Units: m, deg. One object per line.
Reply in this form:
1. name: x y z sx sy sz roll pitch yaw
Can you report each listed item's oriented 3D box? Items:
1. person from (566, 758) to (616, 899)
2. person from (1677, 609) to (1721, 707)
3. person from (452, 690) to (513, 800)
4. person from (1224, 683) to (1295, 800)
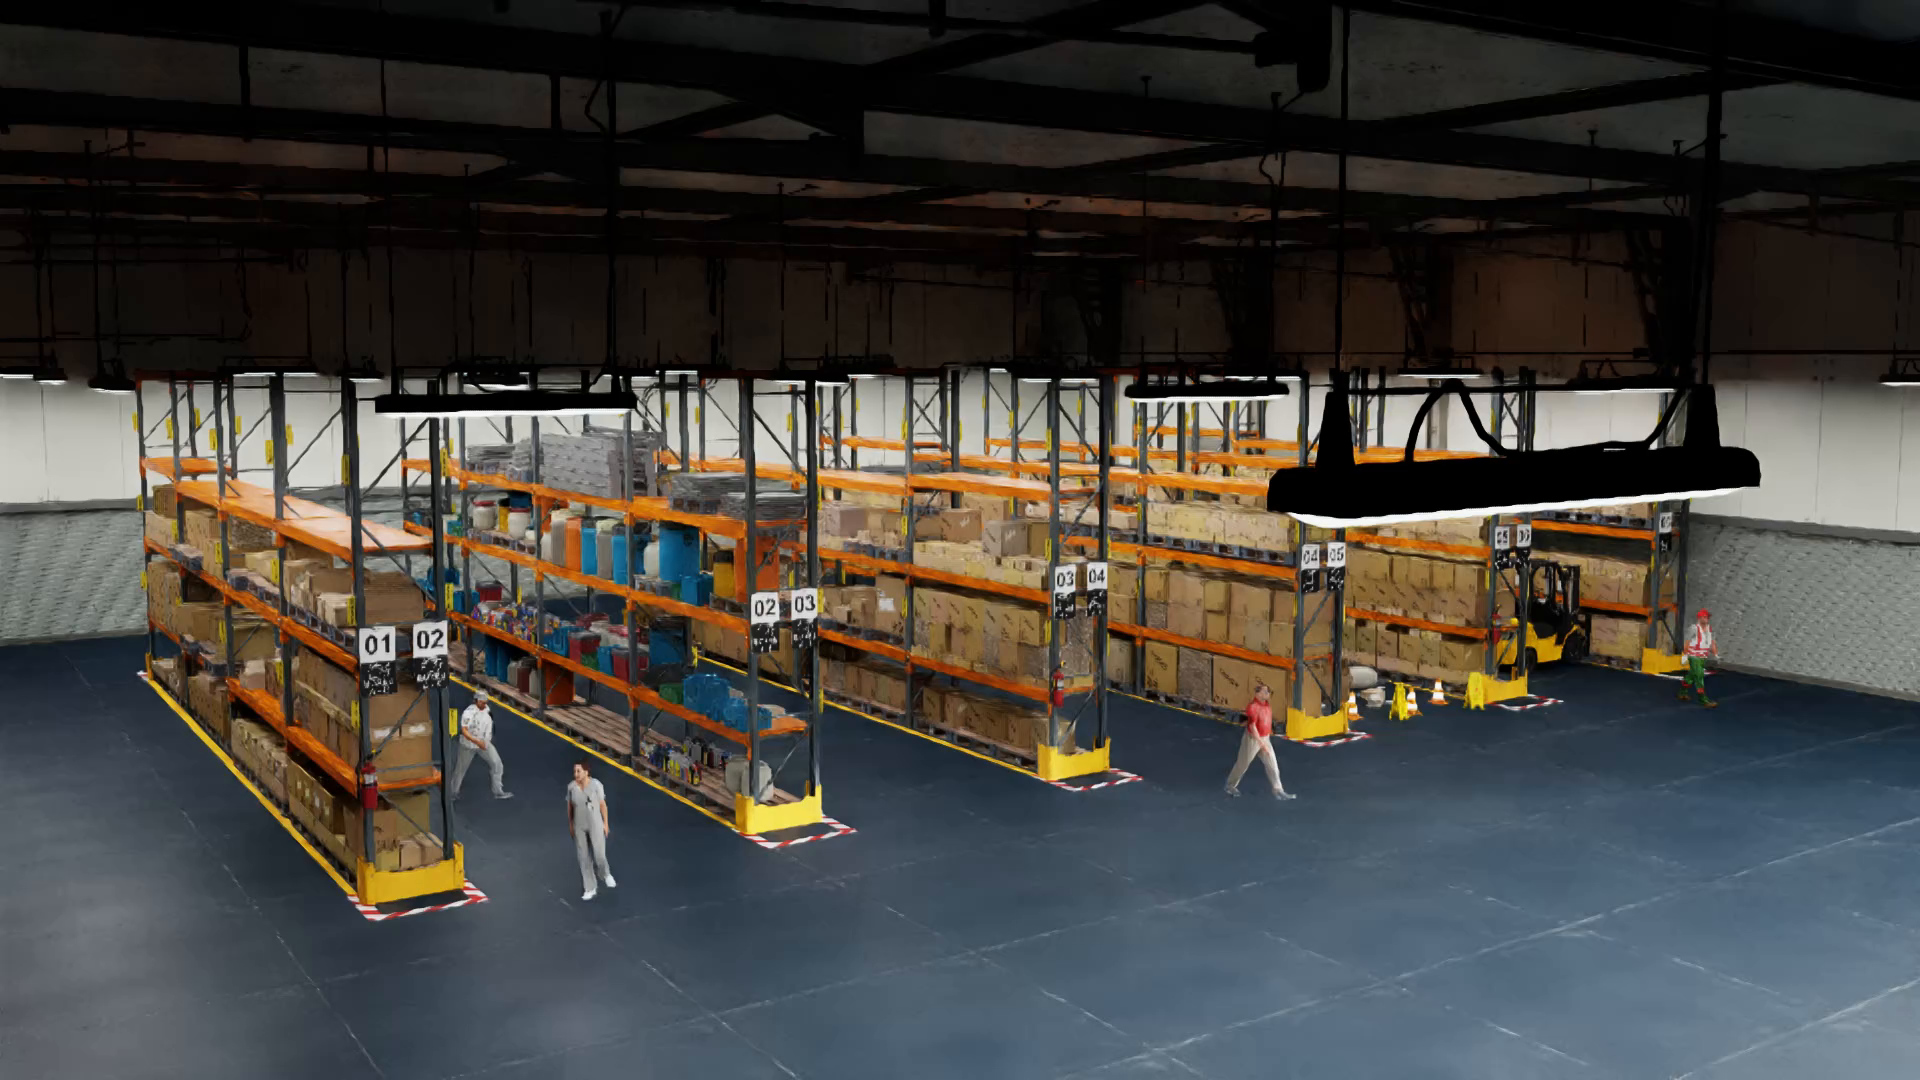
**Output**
1. person: -4.304 3.326 19.377 0.519 1.664 0.513 0 6 3
2. person: 13.311 2.095 29.856 0.533 1.728 1.036 -3 7 -25
3. person: -6.838 2.879 23.524 0.821 1.593 0.647 5 8 38
4. person: 4.222 2.840 23.503 0.536 1.653 1.035 -6 9 -42
